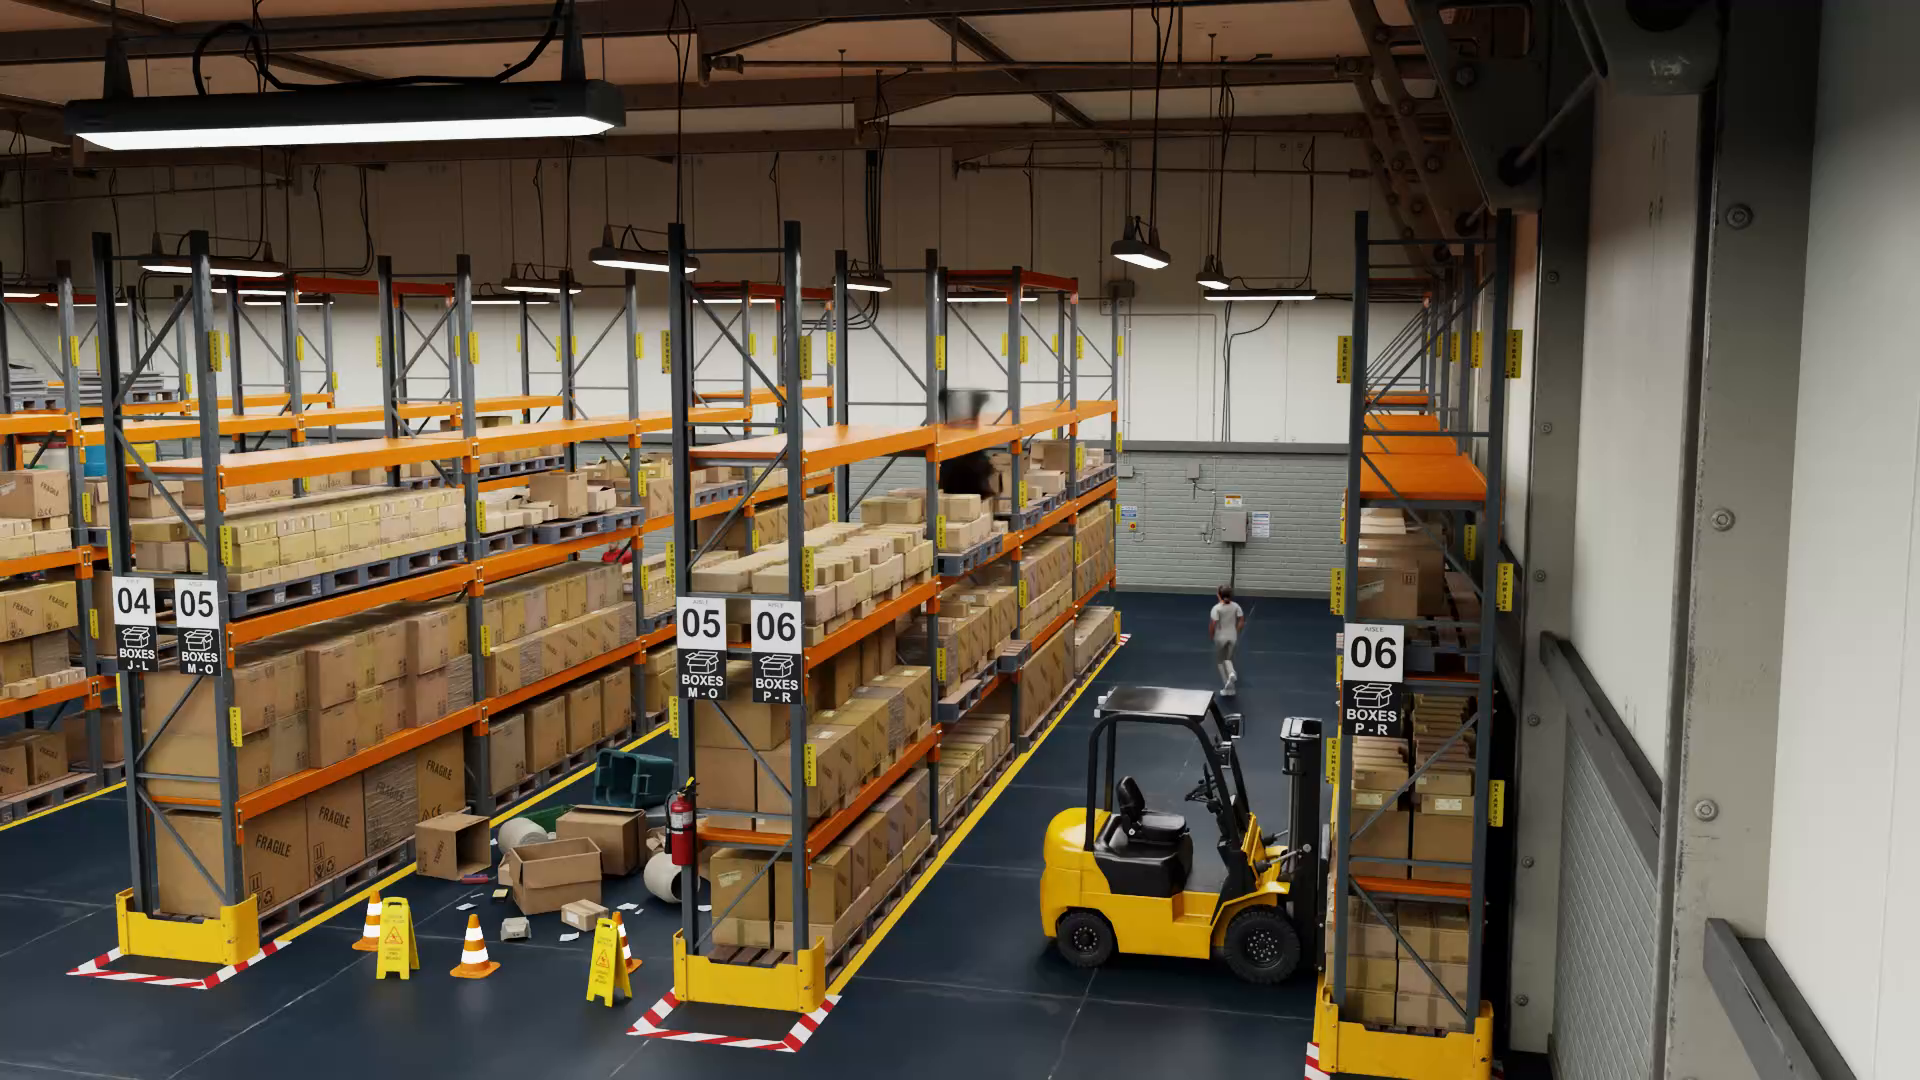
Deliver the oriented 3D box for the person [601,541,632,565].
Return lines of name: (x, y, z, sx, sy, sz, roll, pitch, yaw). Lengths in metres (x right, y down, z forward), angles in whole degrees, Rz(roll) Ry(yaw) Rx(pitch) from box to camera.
person: (-6.038, 0.784, 29.253, 0.656, 1.676, 0.704, 1, 7, 9)

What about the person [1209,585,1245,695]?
person: (3.858, 1.462, 23.959, 0.559, 1.611, 0.558, -2, 7, -13)
